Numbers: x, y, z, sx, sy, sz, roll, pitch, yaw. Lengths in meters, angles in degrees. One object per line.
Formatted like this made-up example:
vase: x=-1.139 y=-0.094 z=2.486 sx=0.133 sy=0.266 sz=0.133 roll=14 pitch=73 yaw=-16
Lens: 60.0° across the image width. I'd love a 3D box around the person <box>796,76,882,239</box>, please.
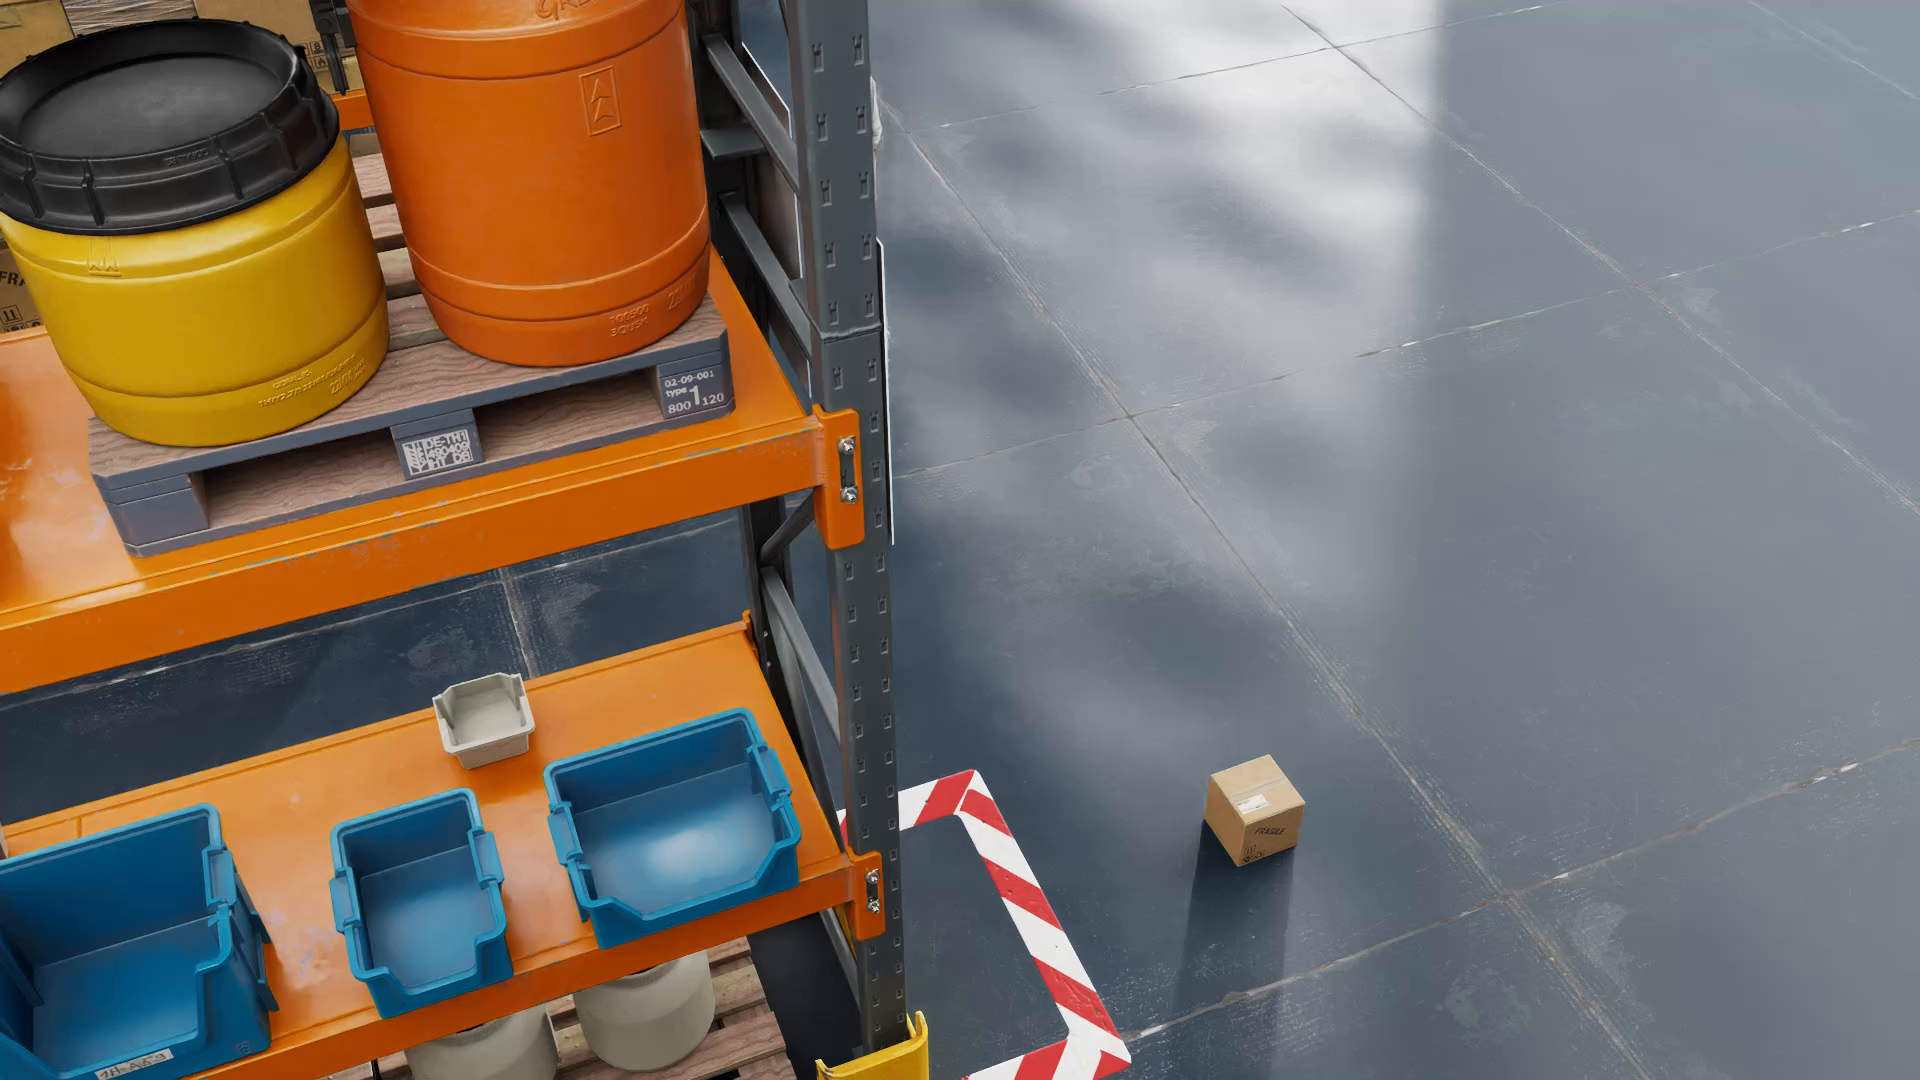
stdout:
person: x=-0.590 y=-1.741 z=8.055 sx=0.456 sy=1.617 sz=0.466 roll=-19 pitch=46 yaw=-20
